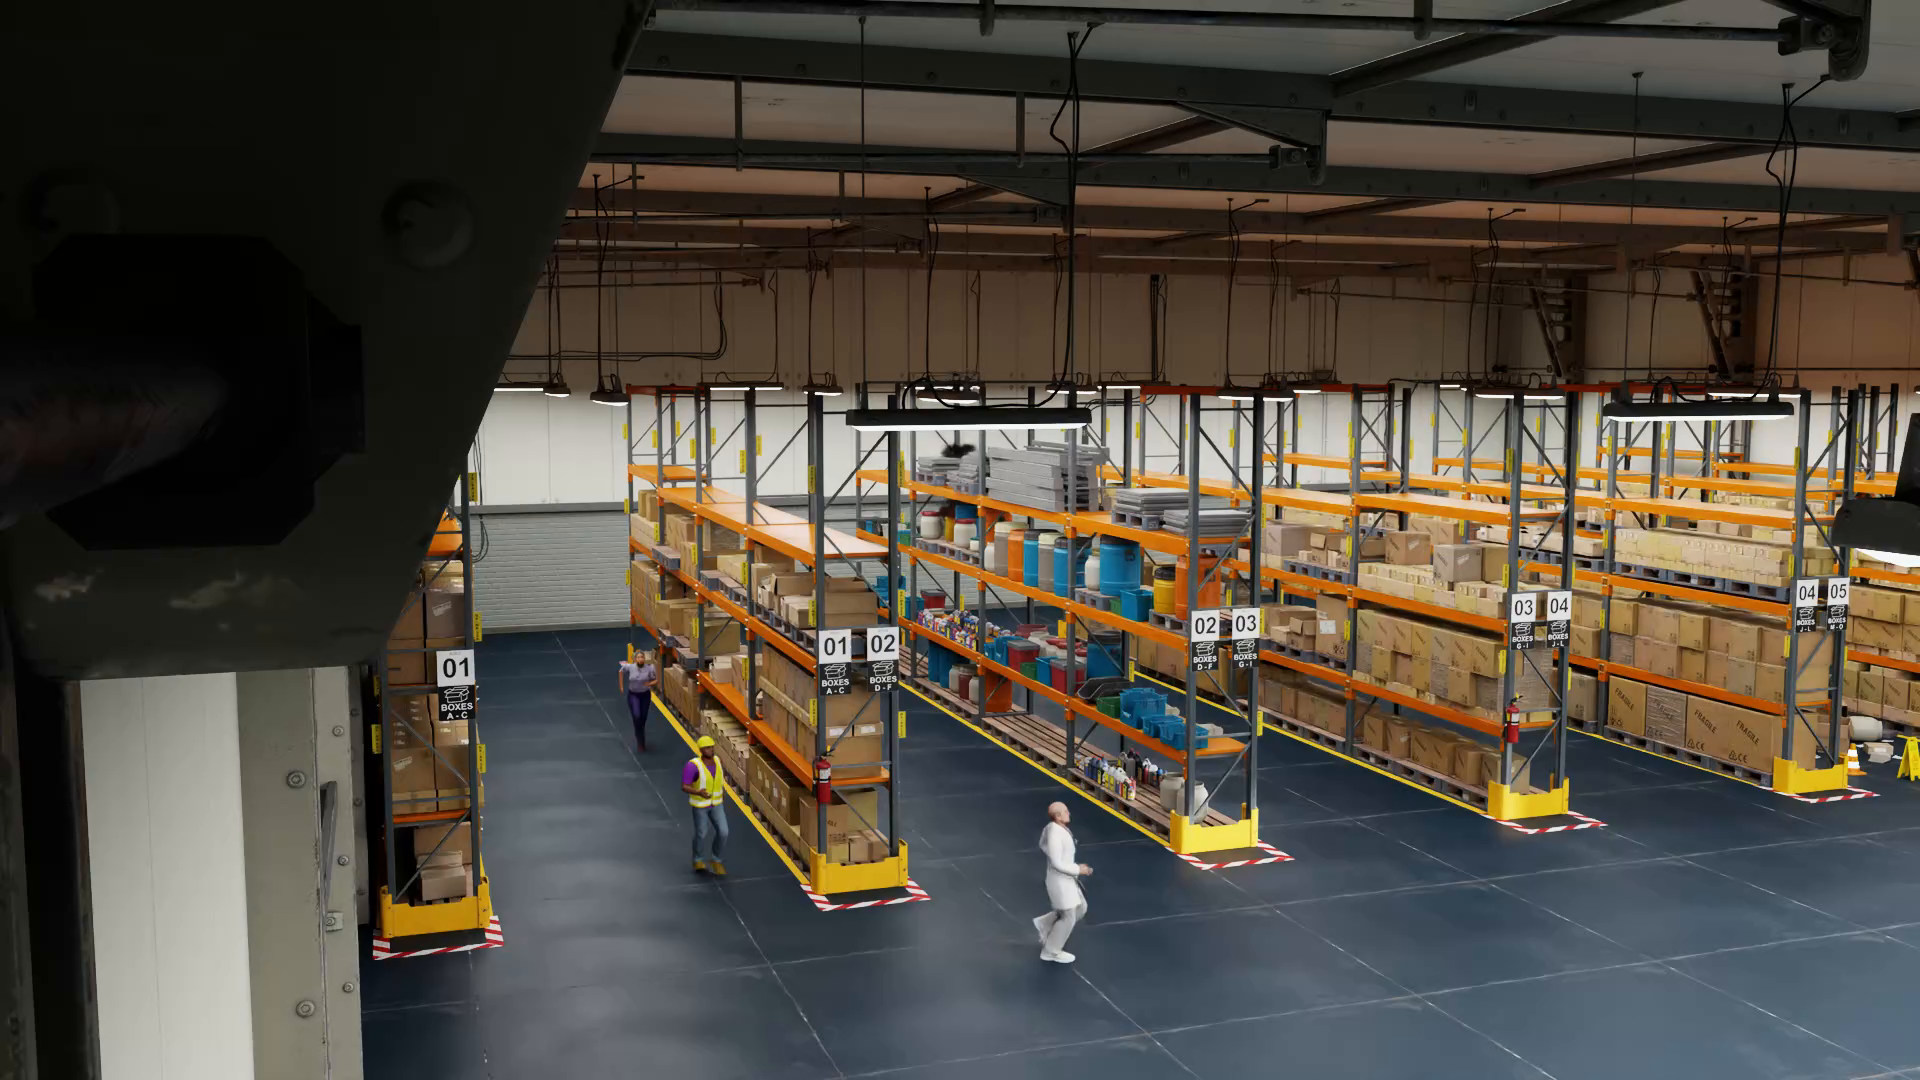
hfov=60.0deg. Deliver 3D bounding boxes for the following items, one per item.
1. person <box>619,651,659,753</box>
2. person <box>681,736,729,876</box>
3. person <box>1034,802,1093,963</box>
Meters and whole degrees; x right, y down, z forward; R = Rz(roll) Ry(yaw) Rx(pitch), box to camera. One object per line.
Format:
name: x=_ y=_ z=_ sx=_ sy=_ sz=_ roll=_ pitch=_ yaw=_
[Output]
person: x=-5.349 y=2.666 z=27.757 sx=0.627 sy=1.695 sz=0.833 roll=-2 pitch=6 yaw=-18
person: x=-3.155 y=3.327 z=20.739 sx=0.683 sy=1.792 sz=0.730 roll=-4 pitch=7 yaw=-35
person: x=1.099 y=3.643 z=17.737 sx=0.631 sy=1.737 sz=0.705 roll=0 pitch=6 yaw=4
